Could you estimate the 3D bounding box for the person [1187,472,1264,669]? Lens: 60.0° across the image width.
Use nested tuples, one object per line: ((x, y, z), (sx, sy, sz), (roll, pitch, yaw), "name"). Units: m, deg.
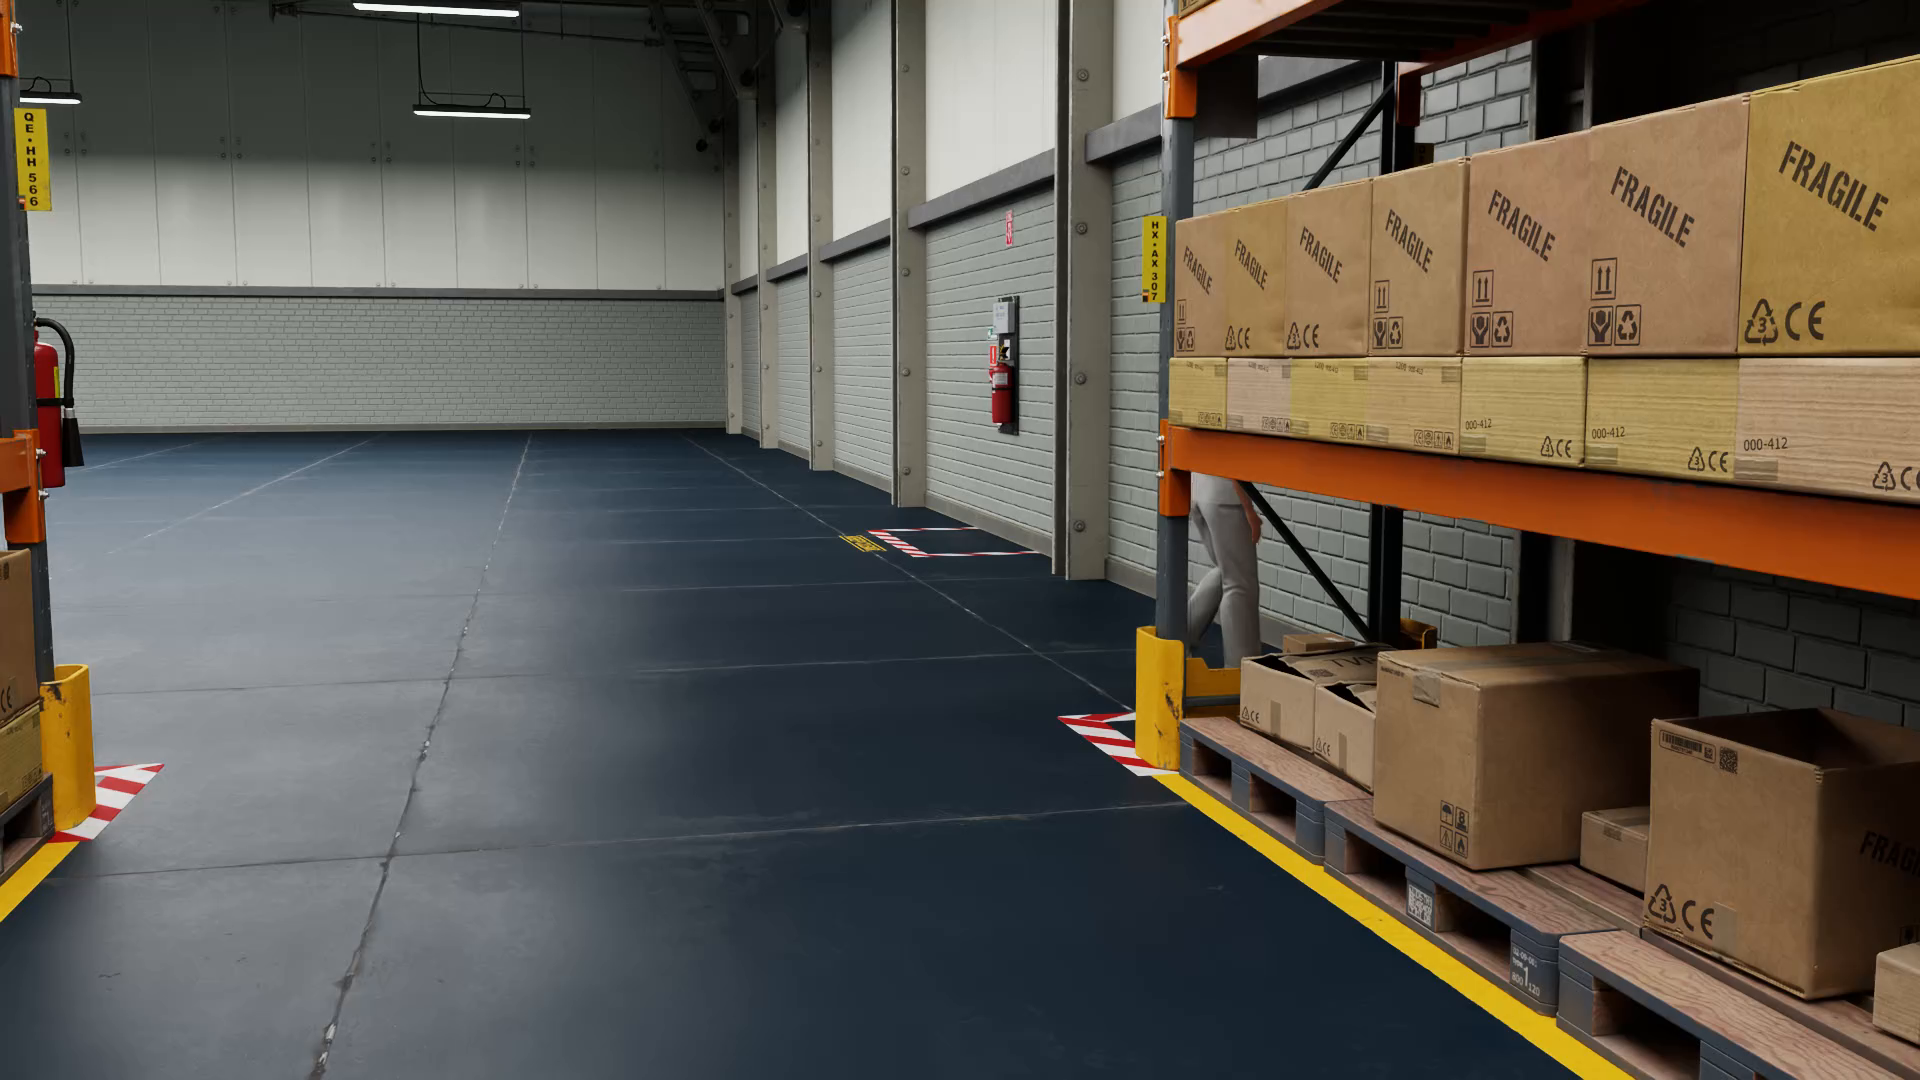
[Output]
((1.245, -0.139, 7.727), (0.572, 1.669, 0.479), (-2, 7, -18), "person")
